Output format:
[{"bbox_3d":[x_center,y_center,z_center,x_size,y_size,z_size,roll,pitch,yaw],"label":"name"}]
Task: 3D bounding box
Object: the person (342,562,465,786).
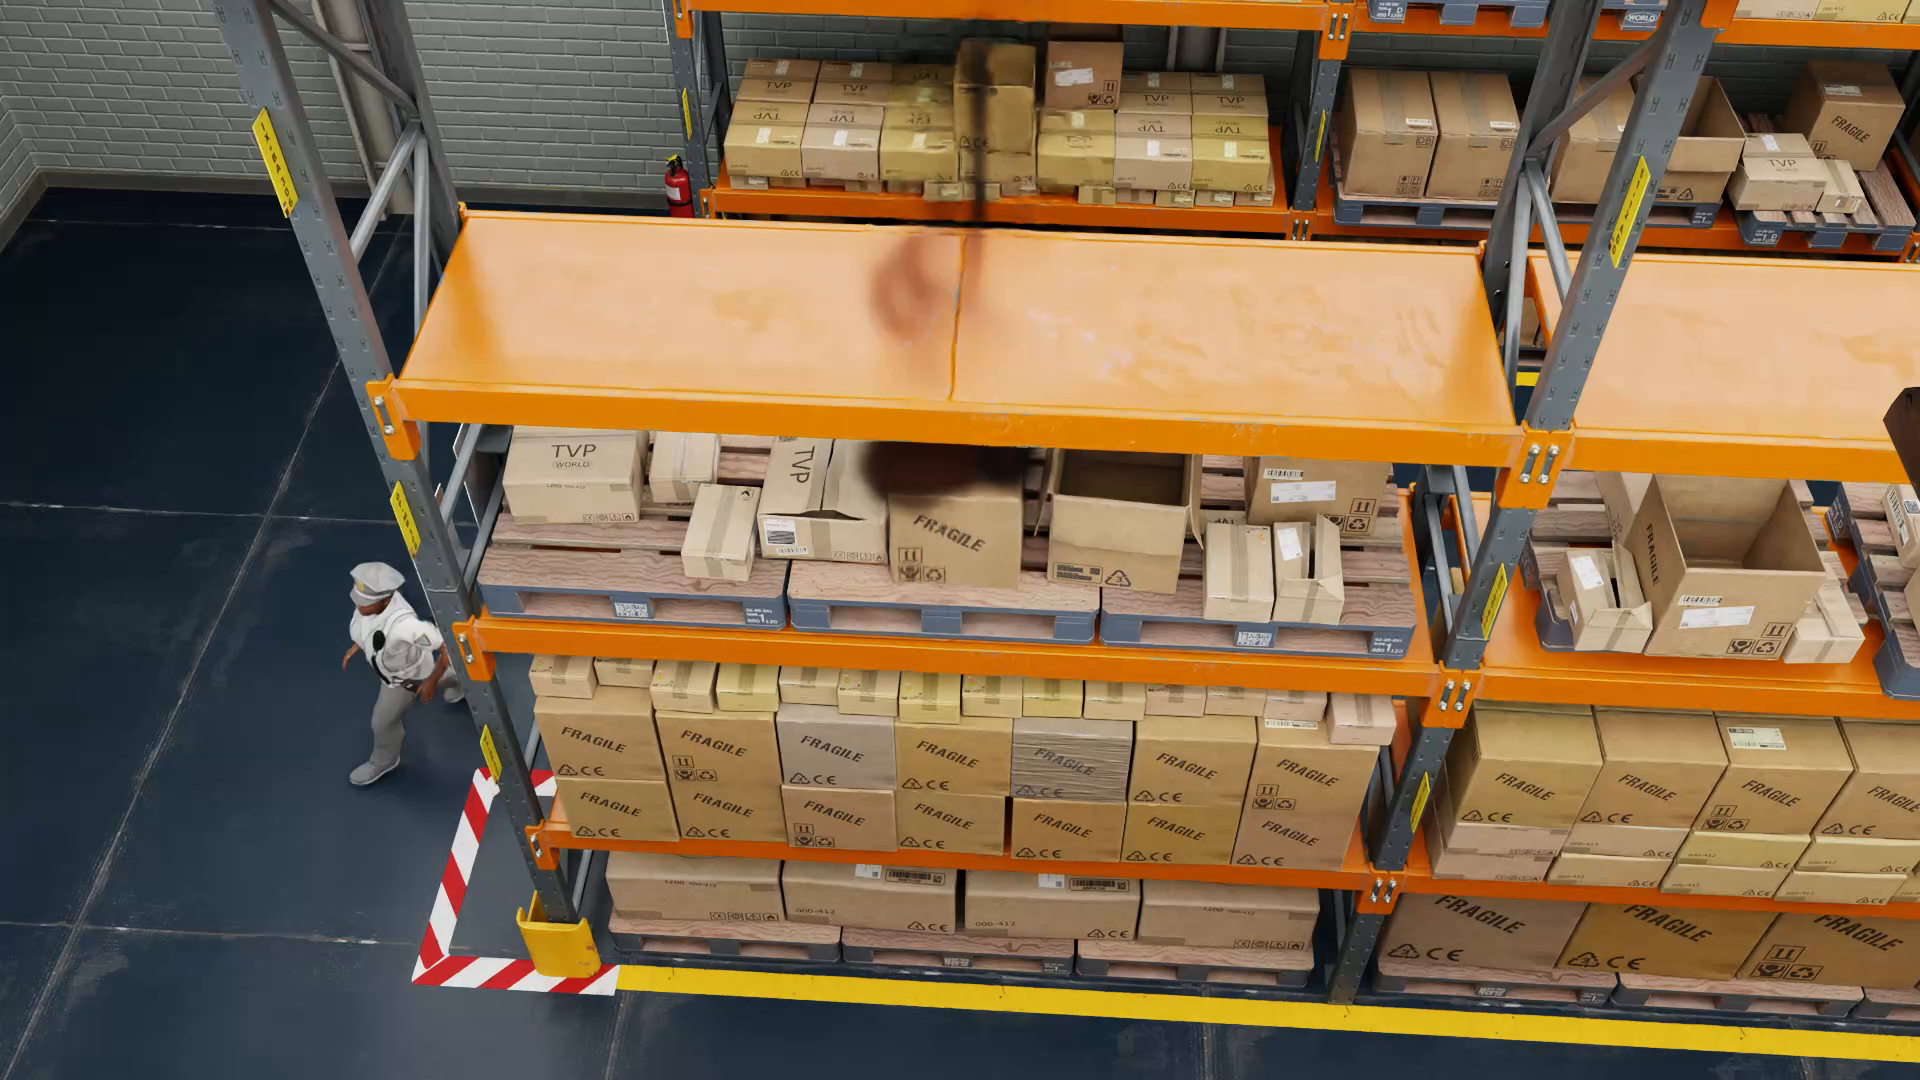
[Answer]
[{"bbox_3d":[-3.030,0.687,8.983,0.921,1.673,0.662,-31,55,-25],"label":"person"}]
